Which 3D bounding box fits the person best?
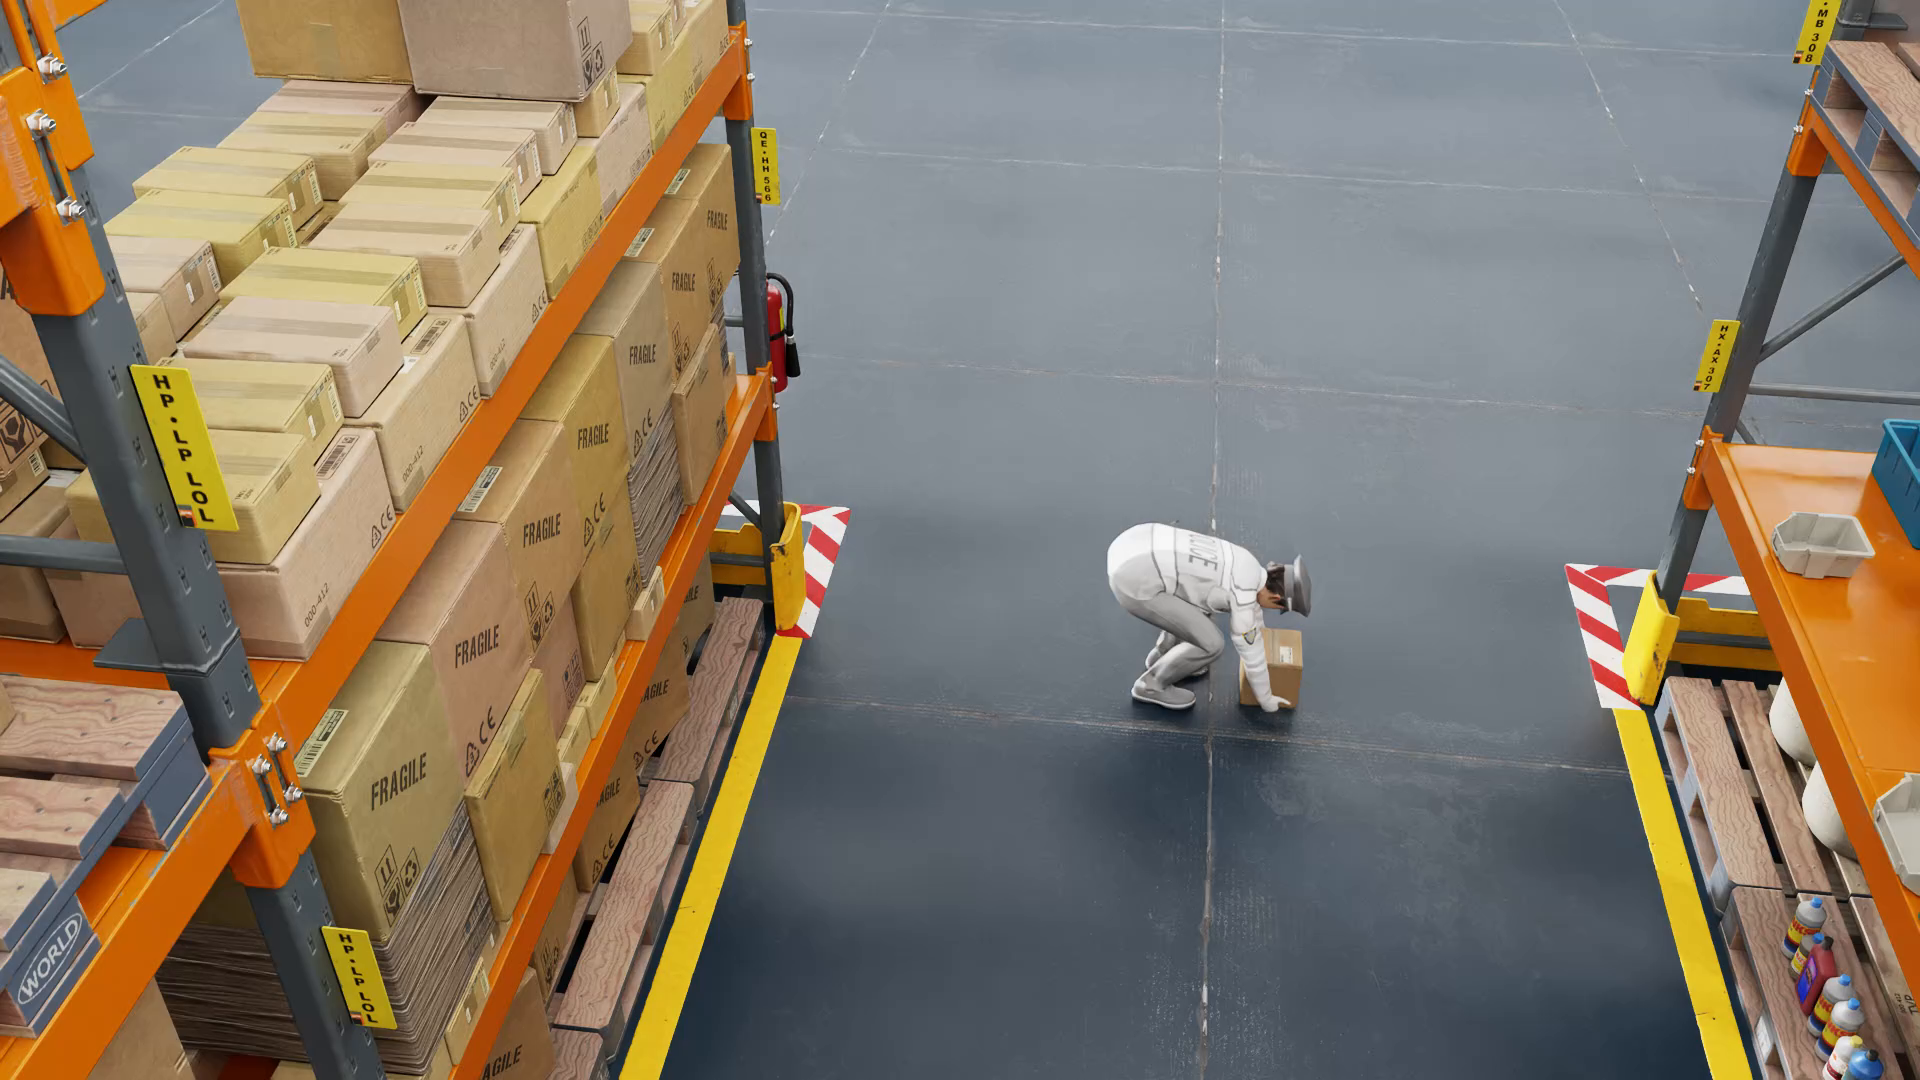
[{"bbox_3d":[1.116,0.268,7.249,0.907,0.984,0.428,3,36,4],"label":"person"}]
